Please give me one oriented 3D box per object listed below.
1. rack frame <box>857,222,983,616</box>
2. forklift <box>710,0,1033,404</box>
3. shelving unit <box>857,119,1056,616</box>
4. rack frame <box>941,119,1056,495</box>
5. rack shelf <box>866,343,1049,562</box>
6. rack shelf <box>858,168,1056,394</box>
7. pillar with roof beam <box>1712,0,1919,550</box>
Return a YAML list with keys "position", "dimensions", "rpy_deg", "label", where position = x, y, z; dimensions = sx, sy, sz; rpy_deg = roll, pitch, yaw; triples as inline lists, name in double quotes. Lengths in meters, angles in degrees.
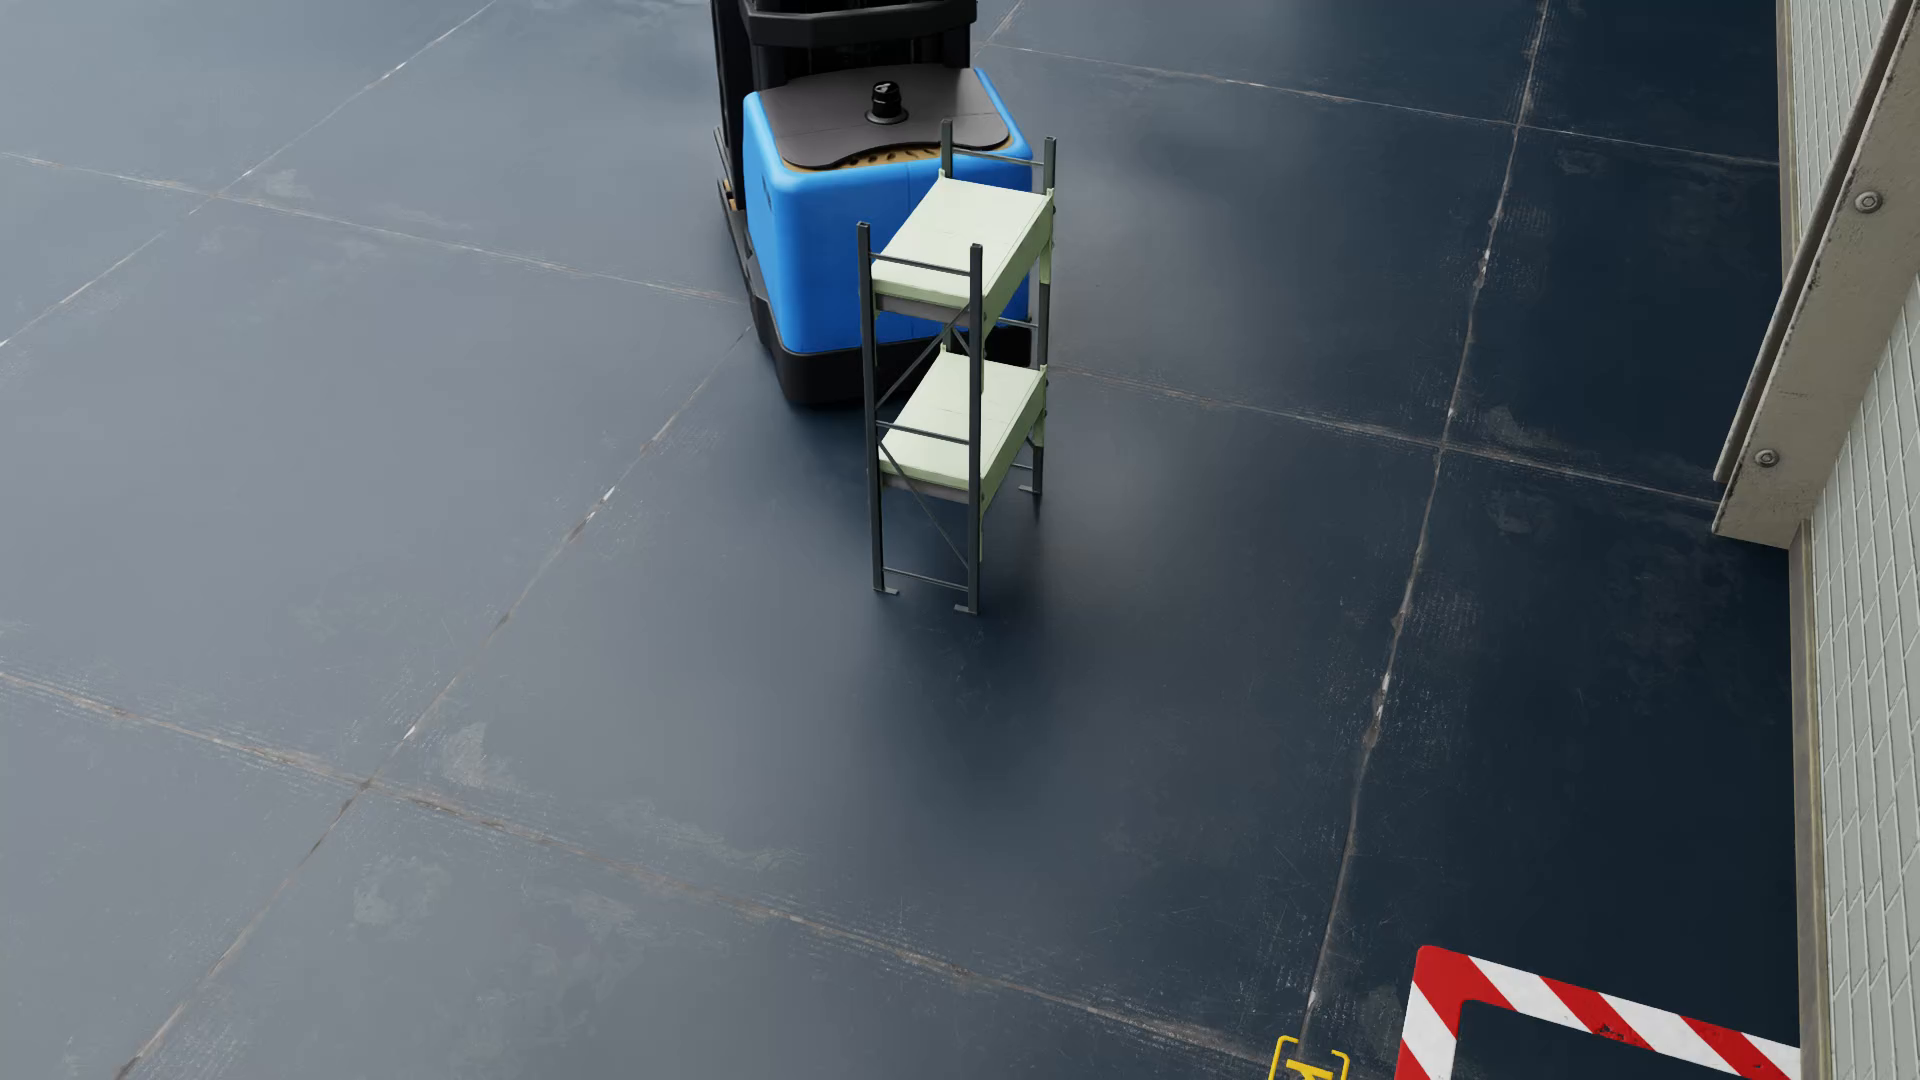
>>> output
- position: [-0.123, -0.351, 5.506]
  dimensions: [0.400, 1.500, 0.023]
  rpy_deg: [13, 42, 15]
  label: "rack frame"
- position: [-0.555, -2.634, 7.079]
  dimensions: [1.130, 2.935, 3.031]
  rpy_deg: [-9, 41, -11]
  label: "forklift"
- position: [0.002, -0.575, 5.768]
  dimensions: [0.431, 1.500, 0.755]
  rpy_deg: [13, 42, 15]
  label: "shelving unit"
- position: [0.127, -0.798, 6.030]
  dimensions: [0.400, 1.500, 0.023]
  rpy_deg: [13, 42, 15]
  label: "rack frame"
- position: [0.002, -0.327, 5.980]
  dimensions: [0.431, 0.370, 0.720]
  rpy_deg: [13, 42, 15]
  label: "rack shelf"
- position: [0.002, -0.872, 5.515]
  dimensions: [0.431, 0.370, 0.720]
  rpy_deg: [13, 42, 15]
  label: "rack shelf"
- position: [-0.993, -4.491, 4.580]
  dimensions: [9.100, 9.000, 0.400]
  rpy_deg: [13, 42, 15]
  label: "pillar with roof beam"
